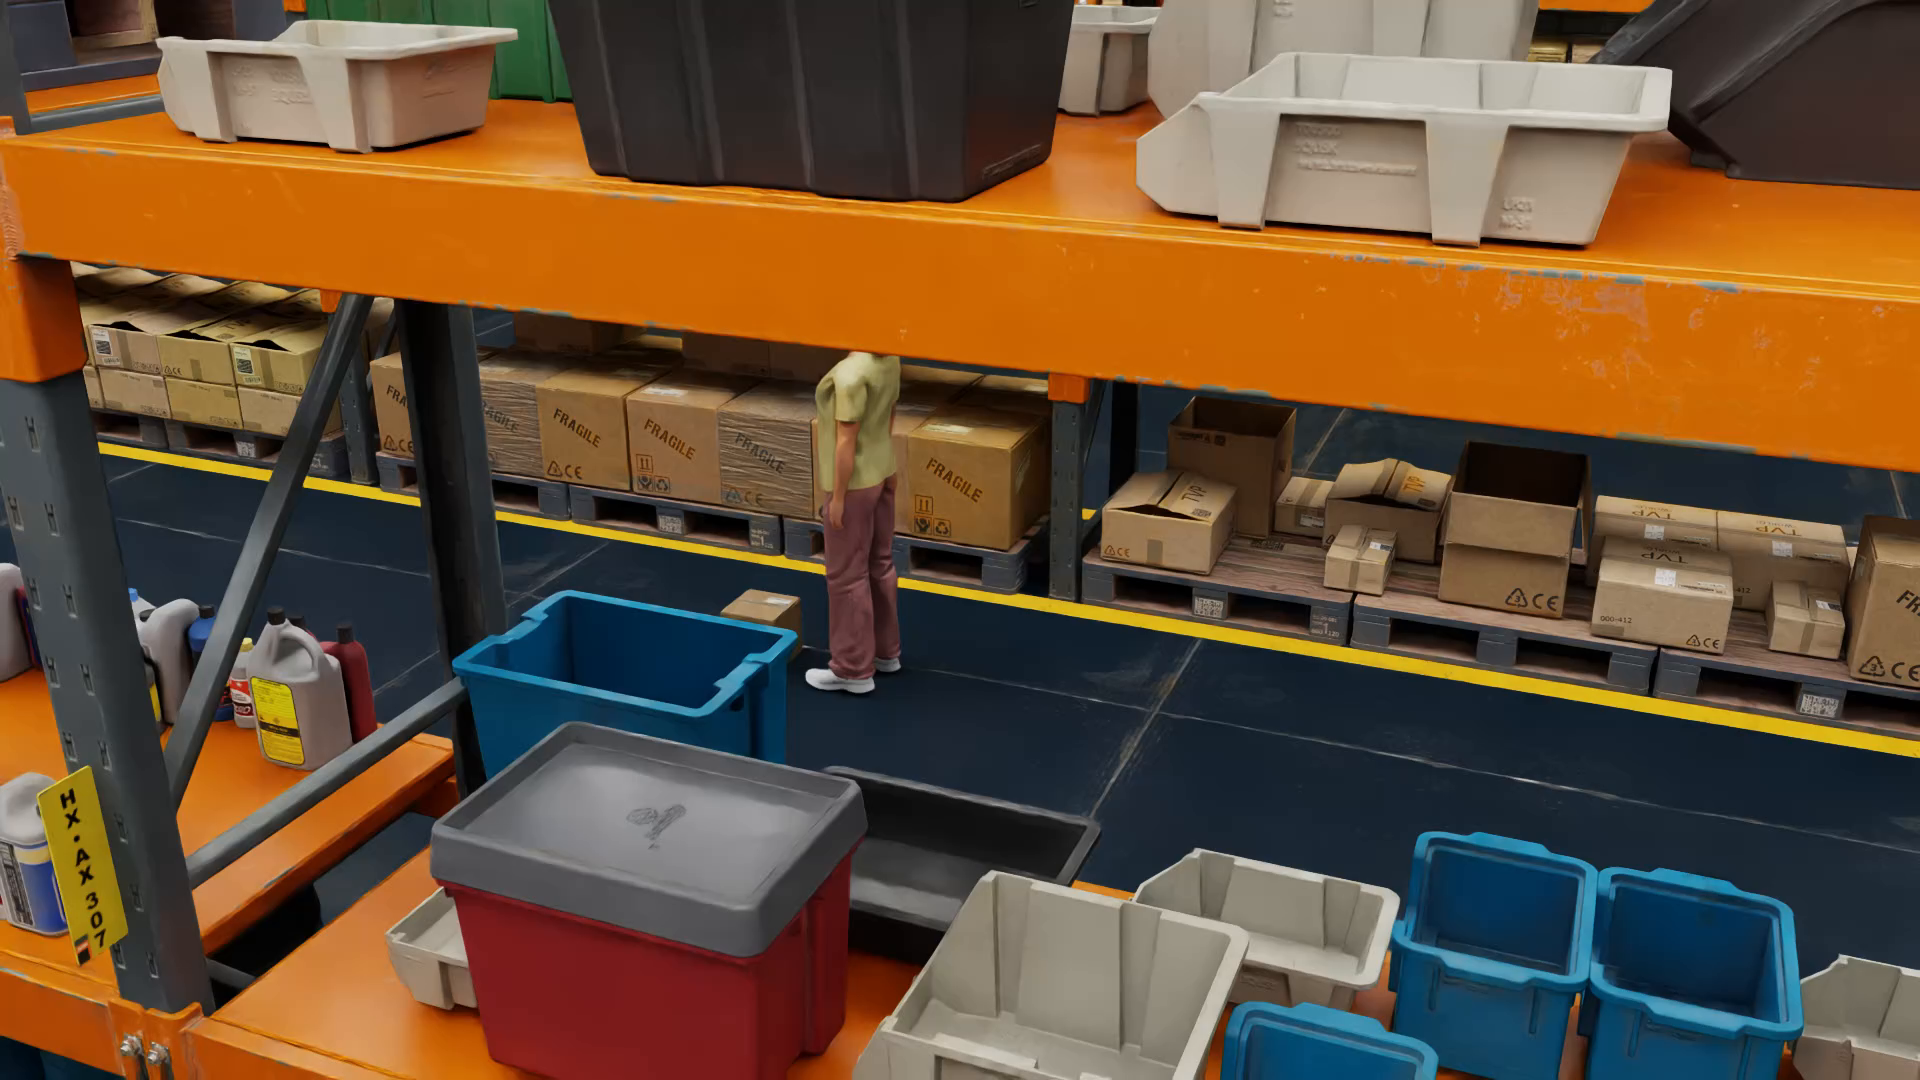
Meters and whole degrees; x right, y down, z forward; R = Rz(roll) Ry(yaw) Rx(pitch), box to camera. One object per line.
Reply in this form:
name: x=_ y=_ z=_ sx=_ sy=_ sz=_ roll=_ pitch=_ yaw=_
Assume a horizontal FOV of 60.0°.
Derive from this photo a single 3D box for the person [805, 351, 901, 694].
person: x=-0.404 y=-0.207 z=6.577 sx=0.396 sy=1.679 sz=0.444 roll=10 pitch=24 yaw=22
